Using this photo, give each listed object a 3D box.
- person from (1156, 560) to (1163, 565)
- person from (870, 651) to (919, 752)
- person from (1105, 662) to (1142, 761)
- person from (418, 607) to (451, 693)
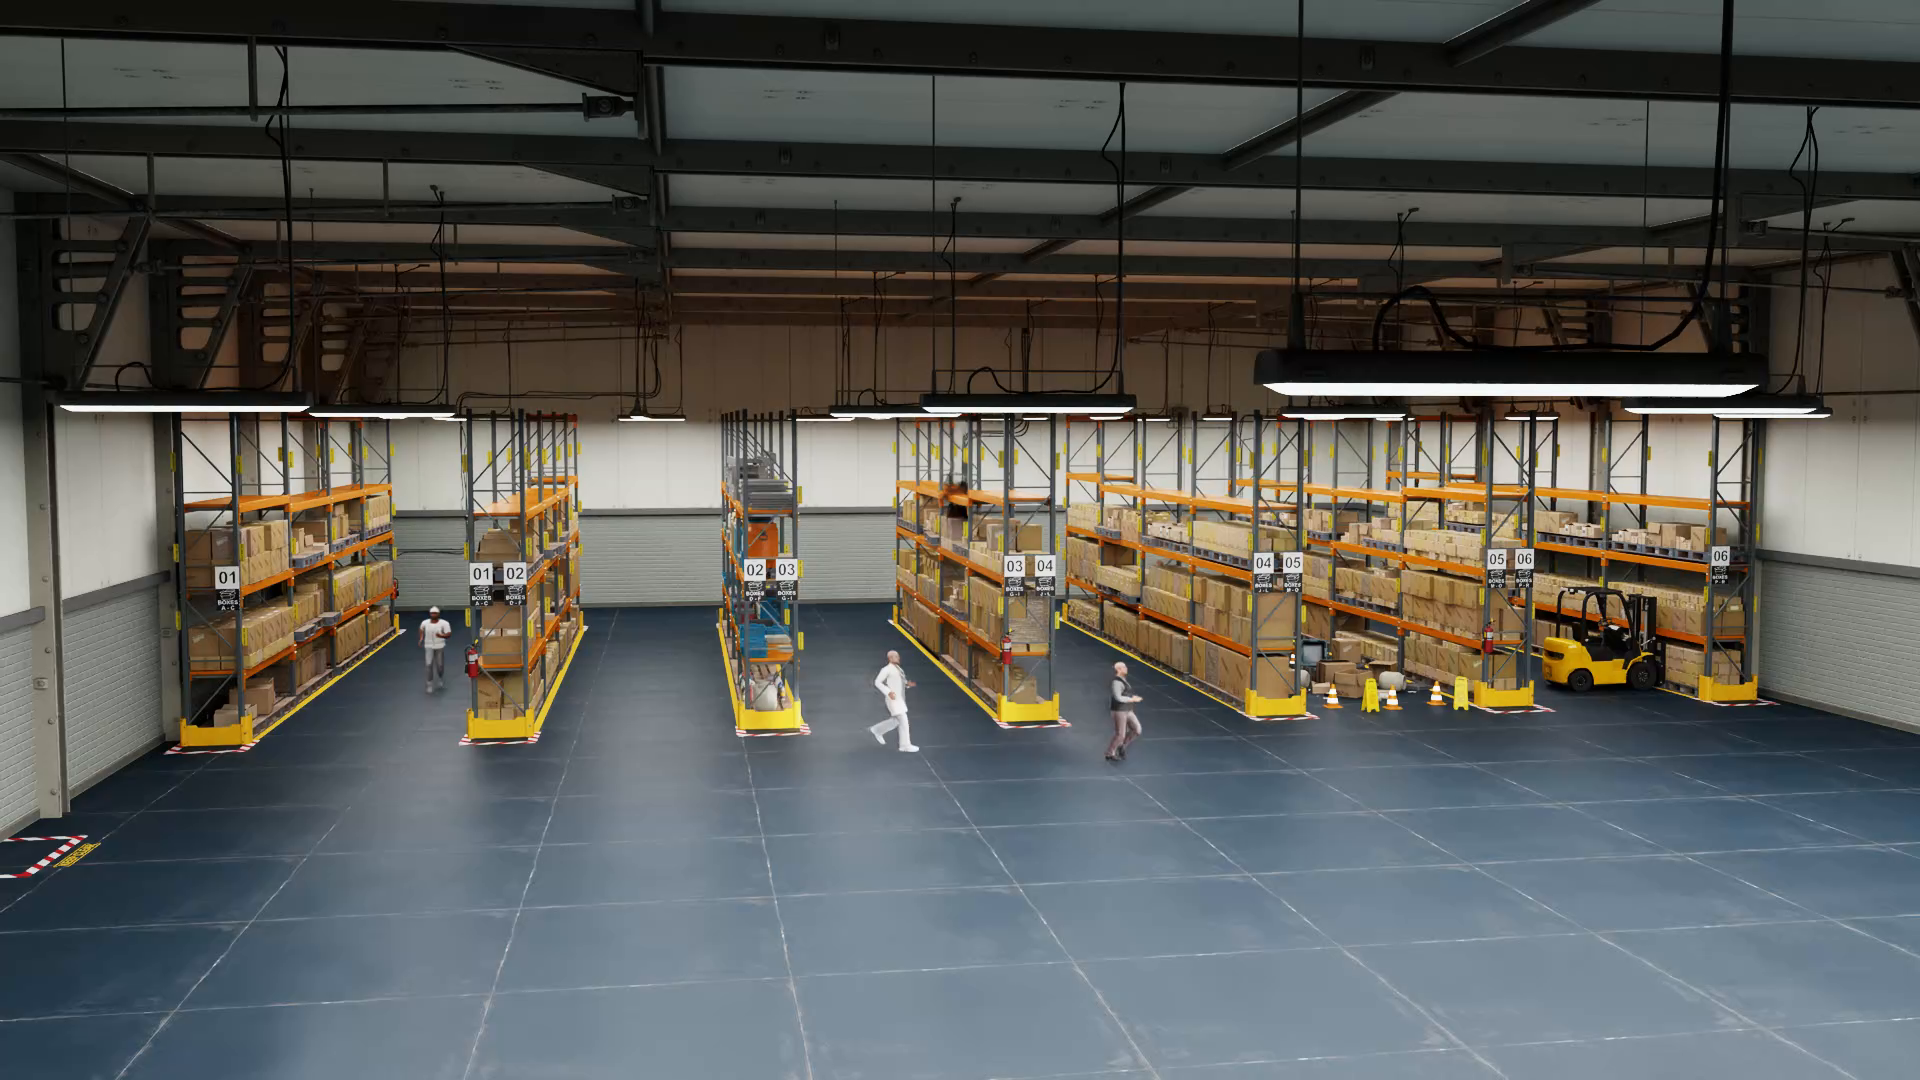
[{"bbox_3d":[6.141,1.391,51.123,0.548,1.557,0.538,-3,5,-33],"label":"person"},{"bbox_3d":[-1.158,2.809,29.101,0.981,1.753,0.718,2,4,22],"label":"person"},{"bbox_3d":[2.775,2.900,28.121,0.650,1.684,0.635,2,4,23],"label":"person"},{"bbox_3d":[-11.282,2.333,35.726,0.686,1.805,0.846,-1,4,-12],"label":"person"}]
